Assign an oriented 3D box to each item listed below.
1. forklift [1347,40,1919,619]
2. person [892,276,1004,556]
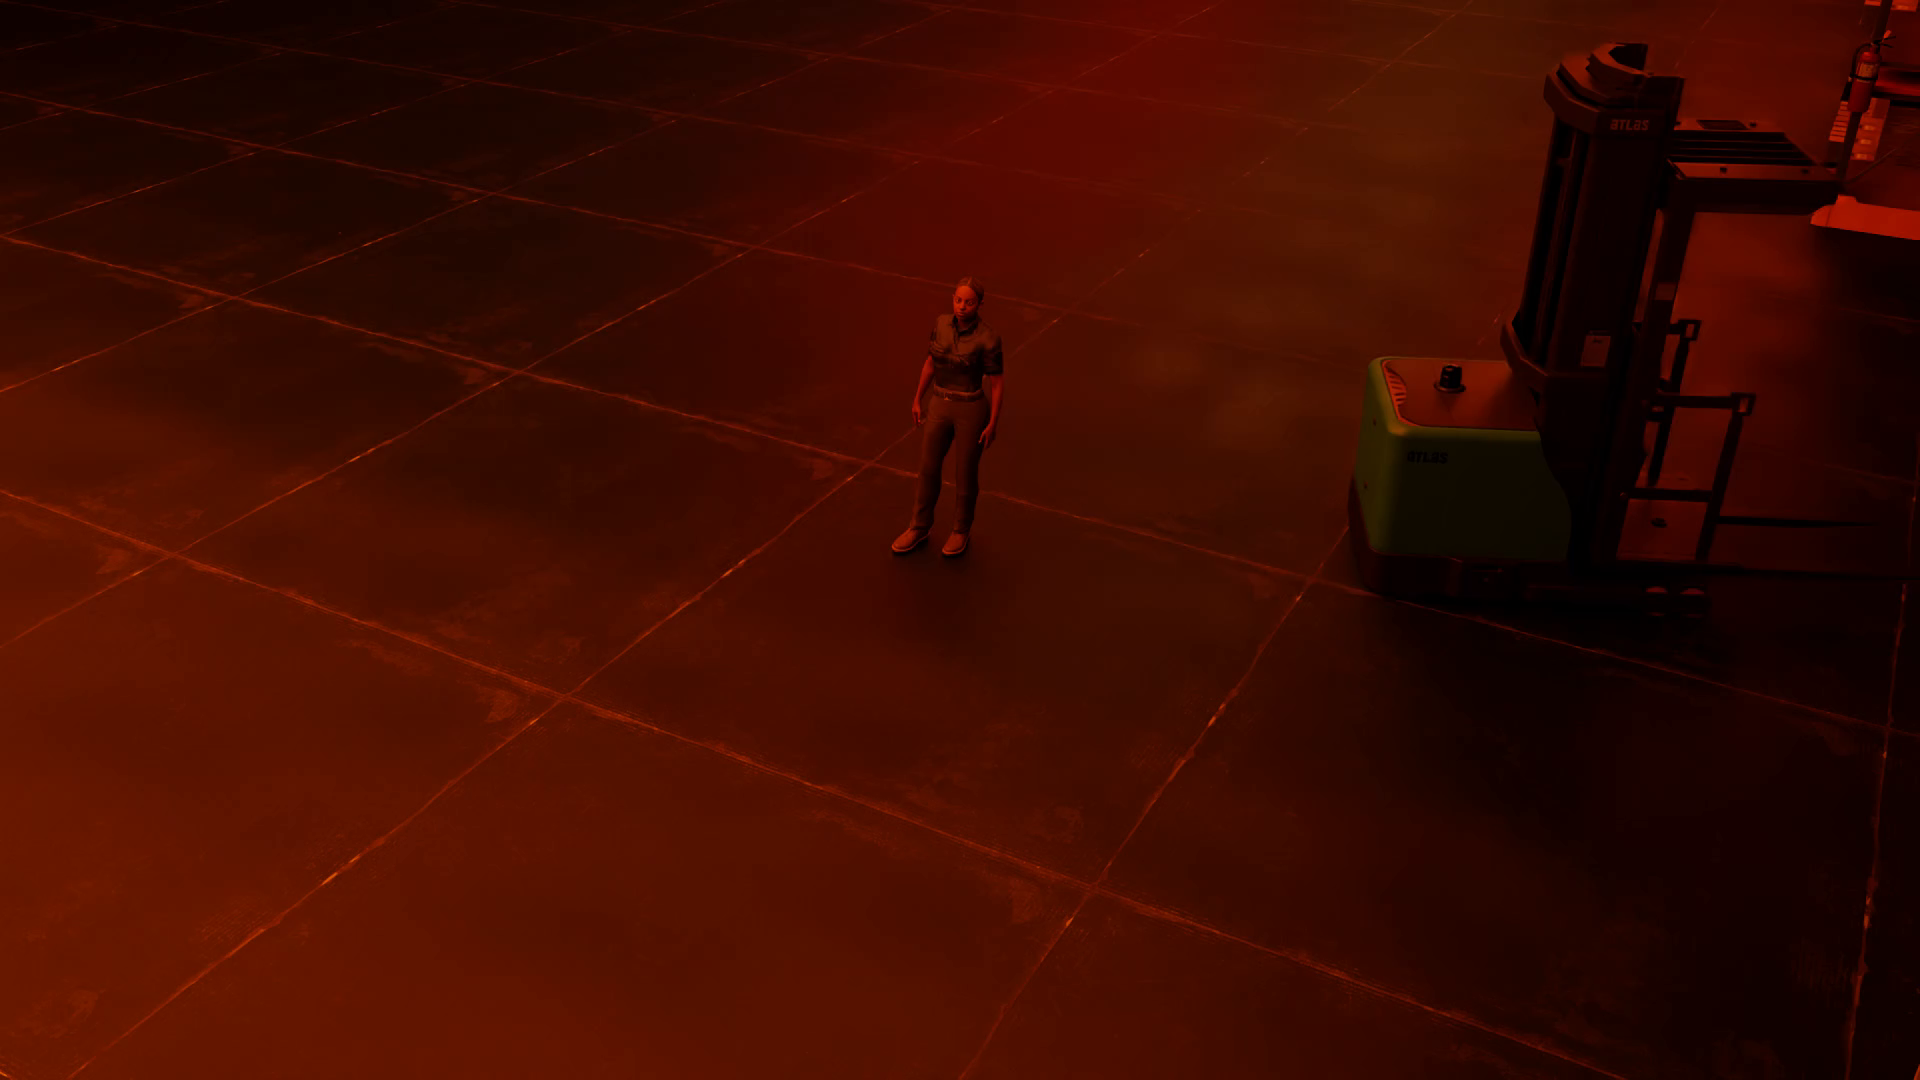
[{"bbox_3d":[3.839,-1.112,8.997,3.031,2.935,1.130,3,30,5],"label":"forklift"},{"bbox_3d":[-0.059,-0.689,9.528,0.570,1.654,0.504,15,33,25],"label":"person"}]
